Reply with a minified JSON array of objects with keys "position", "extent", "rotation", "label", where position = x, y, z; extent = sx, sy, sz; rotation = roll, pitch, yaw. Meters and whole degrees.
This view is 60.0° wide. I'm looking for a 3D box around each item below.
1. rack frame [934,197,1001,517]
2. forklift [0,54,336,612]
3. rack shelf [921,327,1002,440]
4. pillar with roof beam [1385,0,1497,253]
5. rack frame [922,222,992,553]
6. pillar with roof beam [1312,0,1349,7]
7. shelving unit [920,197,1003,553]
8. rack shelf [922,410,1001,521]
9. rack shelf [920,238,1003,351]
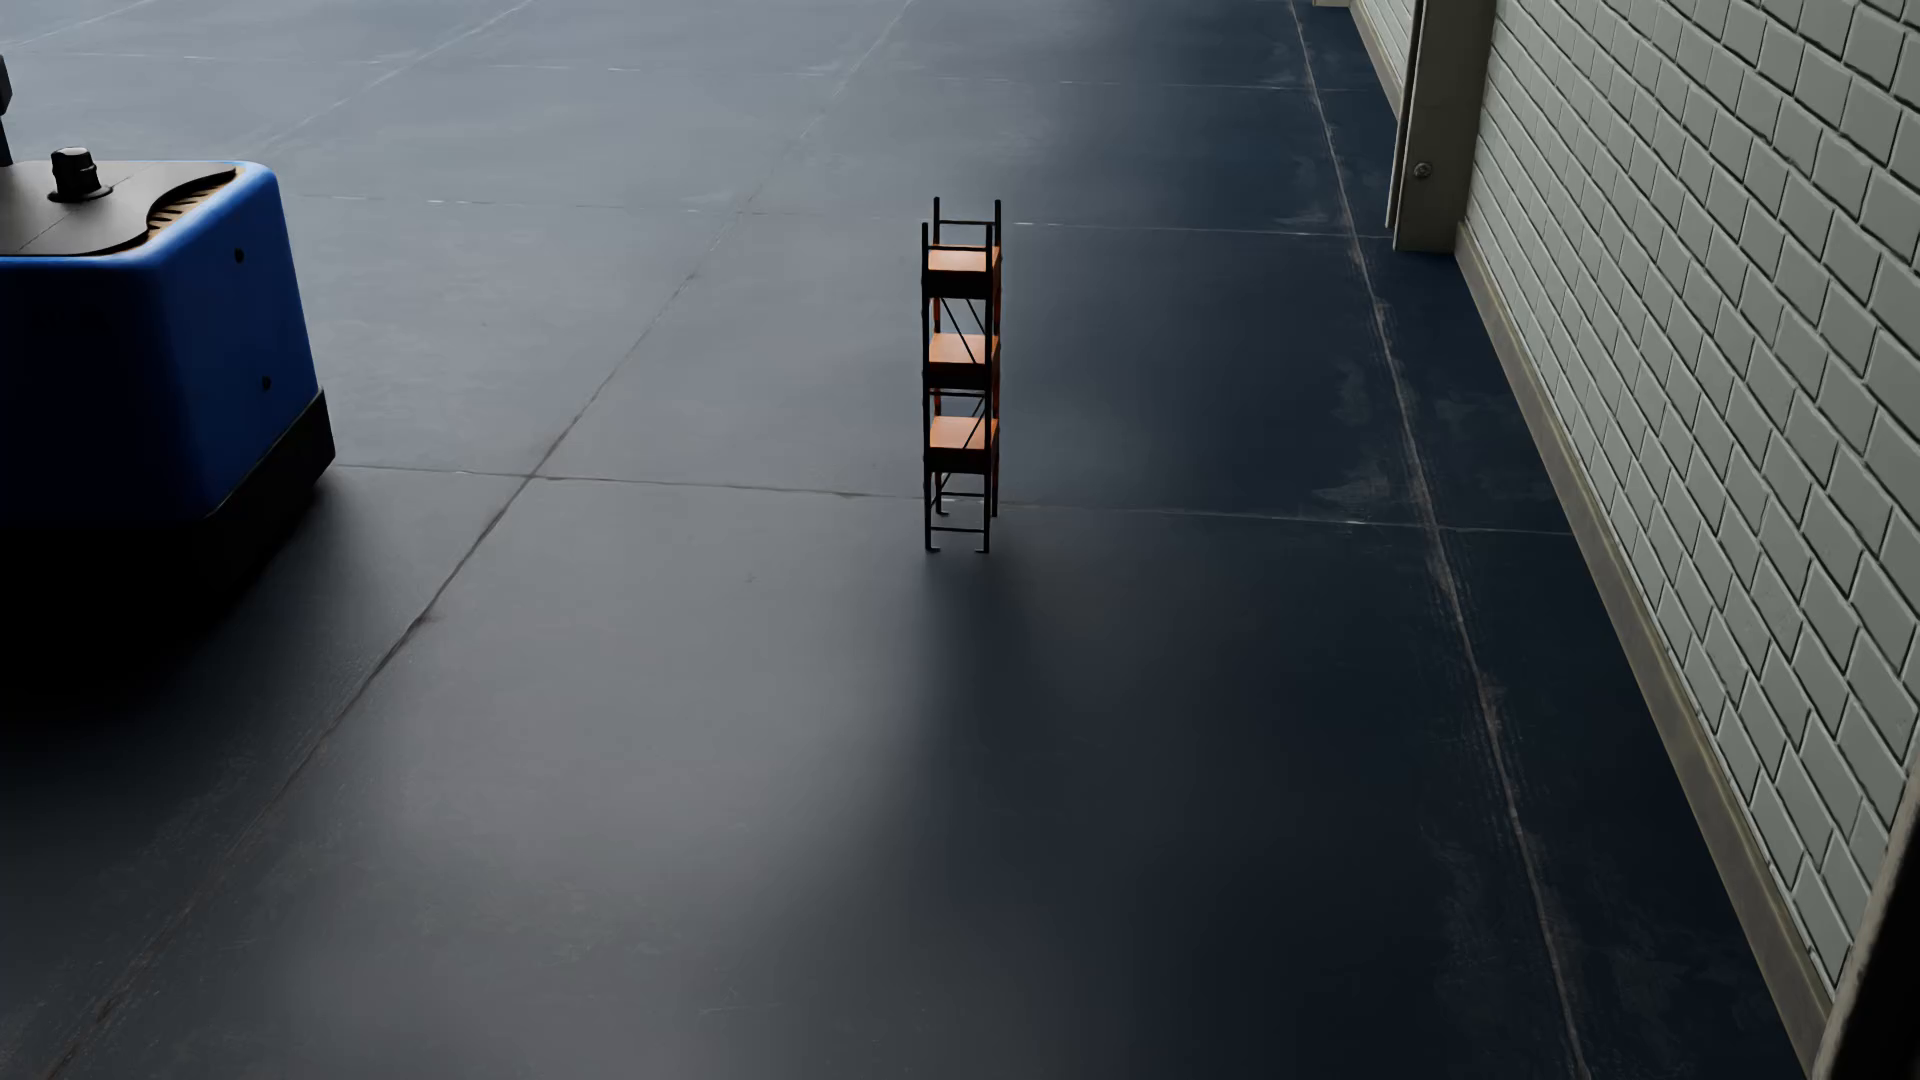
[{"position":[0.021,-0.545,5.154],"extent":[0.200,1.050,0.008],"rotation":[3,28,6],"label":"rack frame"},{"position":[-3.630,-1.313,4.596],"extent":[3.031,2.935,1.130],"rotation":[0,28,1],"label":"forklift"},{"position":[0.007,-0.478,5.053],"extent":[0.215,0.259,0.240],"rotation":[3,28,6],"label":"rack shelf"},{"position":[-2.071,-5.648,6.246],"extent":[9.100,9.000,0.400],"rotation":[3,28,6],"label":"pillar with roof beam"},{"position":[-0.008,-0.430,4.941],"extent":[0.200,1.050,0.008],"rotation":[3,28,6],"label":"rack frame"},{"position":[-1.335,-8.472,11.488],"extent":[9.100,9.000,0.400],"rotation":[3,28,6],"label":"pillar with roof beam"},{"position":[0.007,-0.487,5.048],"extent":[0.215,1.050,0.252],"rotation":[3,28,6],"label":"shelving unit"},{"position":[0.007,-0.233,5.185],"extent":[0.215,0.259,0.240],"rotation":[3,28,6],"label":"rack shelf"},{"position":[0.007,-0.728,4.918],"extent":[0.215,0.259,0.240],"rotation":[3,28,6],"label":"rack shelf"}]
